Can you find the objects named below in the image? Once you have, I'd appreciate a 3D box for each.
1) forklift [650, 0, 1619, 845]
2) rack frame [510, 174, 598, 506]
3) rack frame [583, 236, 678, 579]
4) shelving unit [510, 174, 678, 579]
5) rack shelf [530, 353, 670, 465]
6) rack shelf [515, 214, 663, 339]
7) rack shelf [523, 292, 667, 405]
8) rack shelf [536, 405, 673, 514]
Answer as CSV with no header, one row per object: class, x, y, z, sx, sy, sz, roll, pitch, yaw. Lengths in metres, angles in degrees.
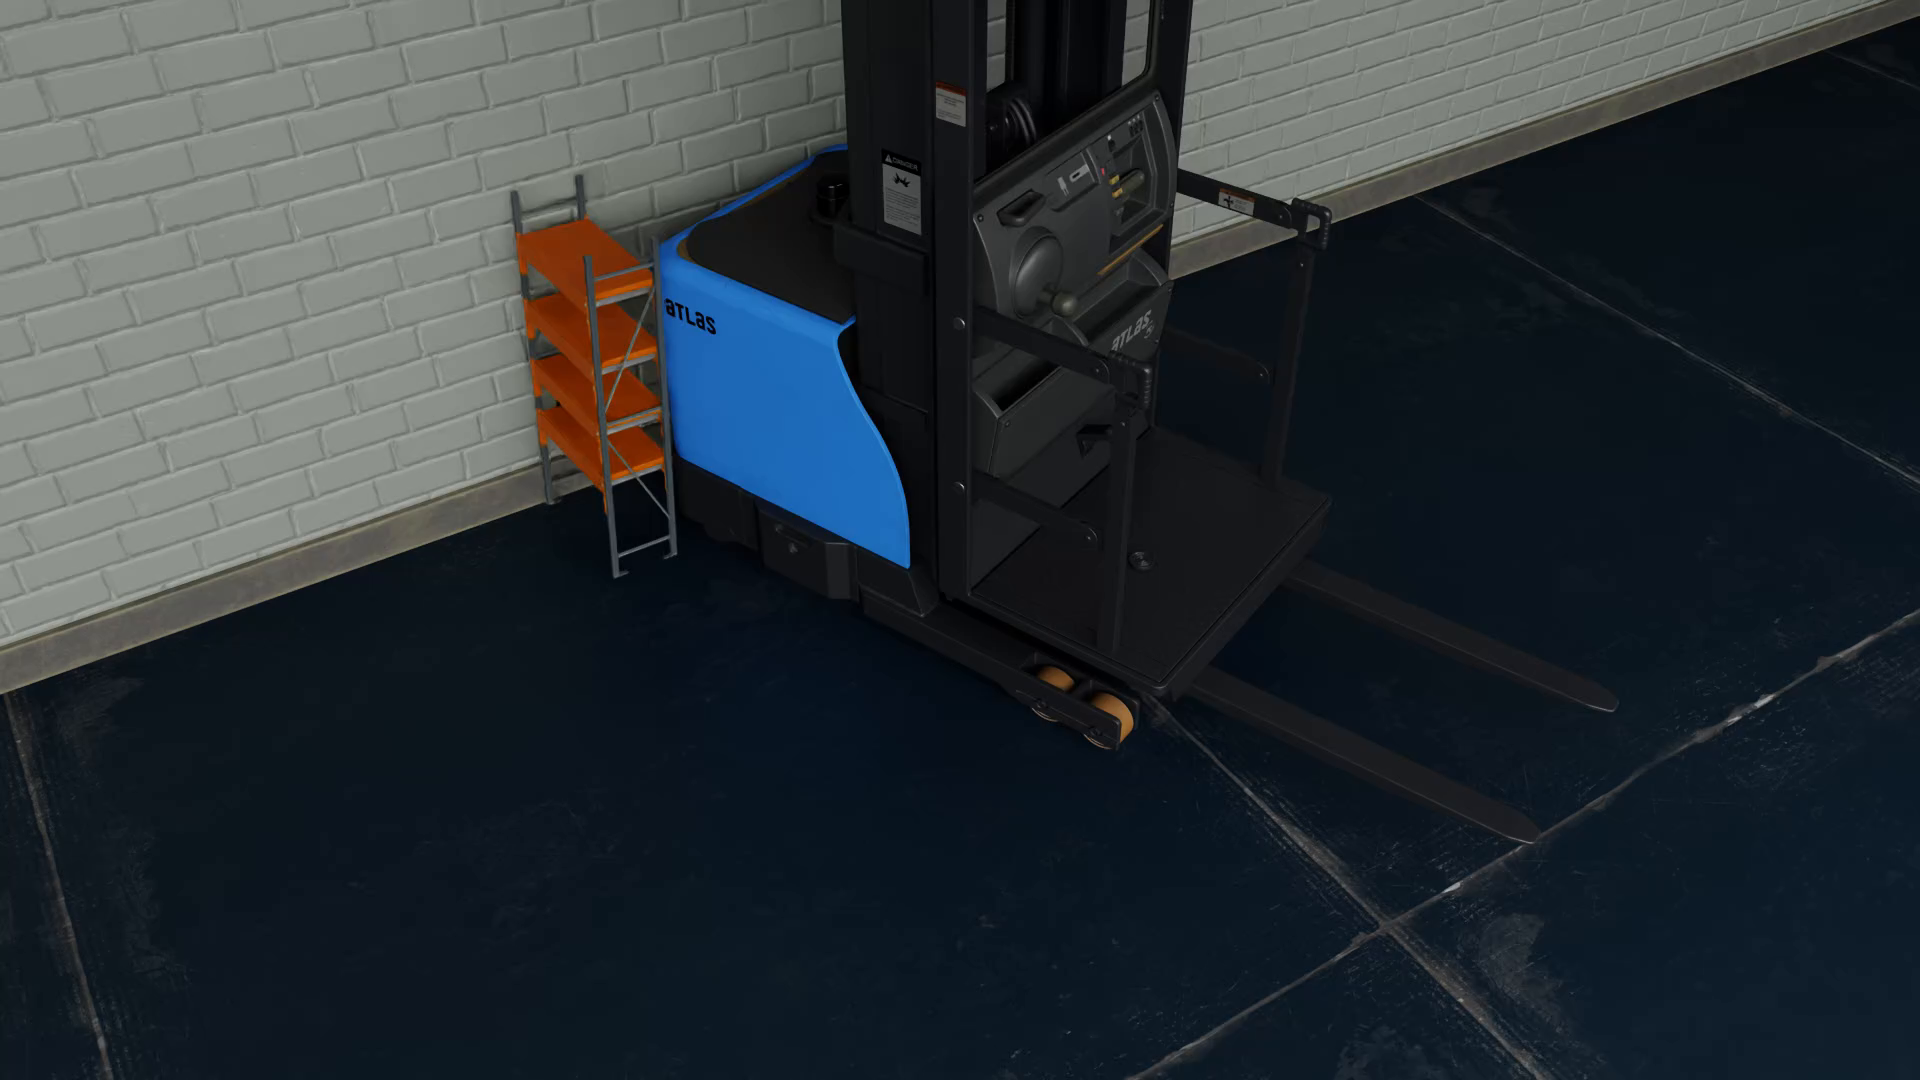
forklift,0.505,-0.889,4.527,3.031,2.935,1.130,25,46,27
rack frame,-1.326,-0.640,5.567,0.240,1.200,0.015,-23,45,-30
rack frame,-1.032,-0.390,5.267,0.240,1.200,0.015,-23,45,-30
shelving unit,-1.179,-0.515,5.417,0.258,1.200,0.503,-23,45,-30
rack shelf,-1.183,-0.461,5.458,0.258,0.148,0.480,-23,45,-30
rack shelf,-1.157,-0.826,5.179,0.258,0.148,0.480,-23,45,-30
rack shelf,-1.170,-0.639,5.322,0.258,0.148,0.480,-23,45,-30
rack shelf,-1.194,-0.304,5.578,0.258,0.148,0.480,-23,45,-30
